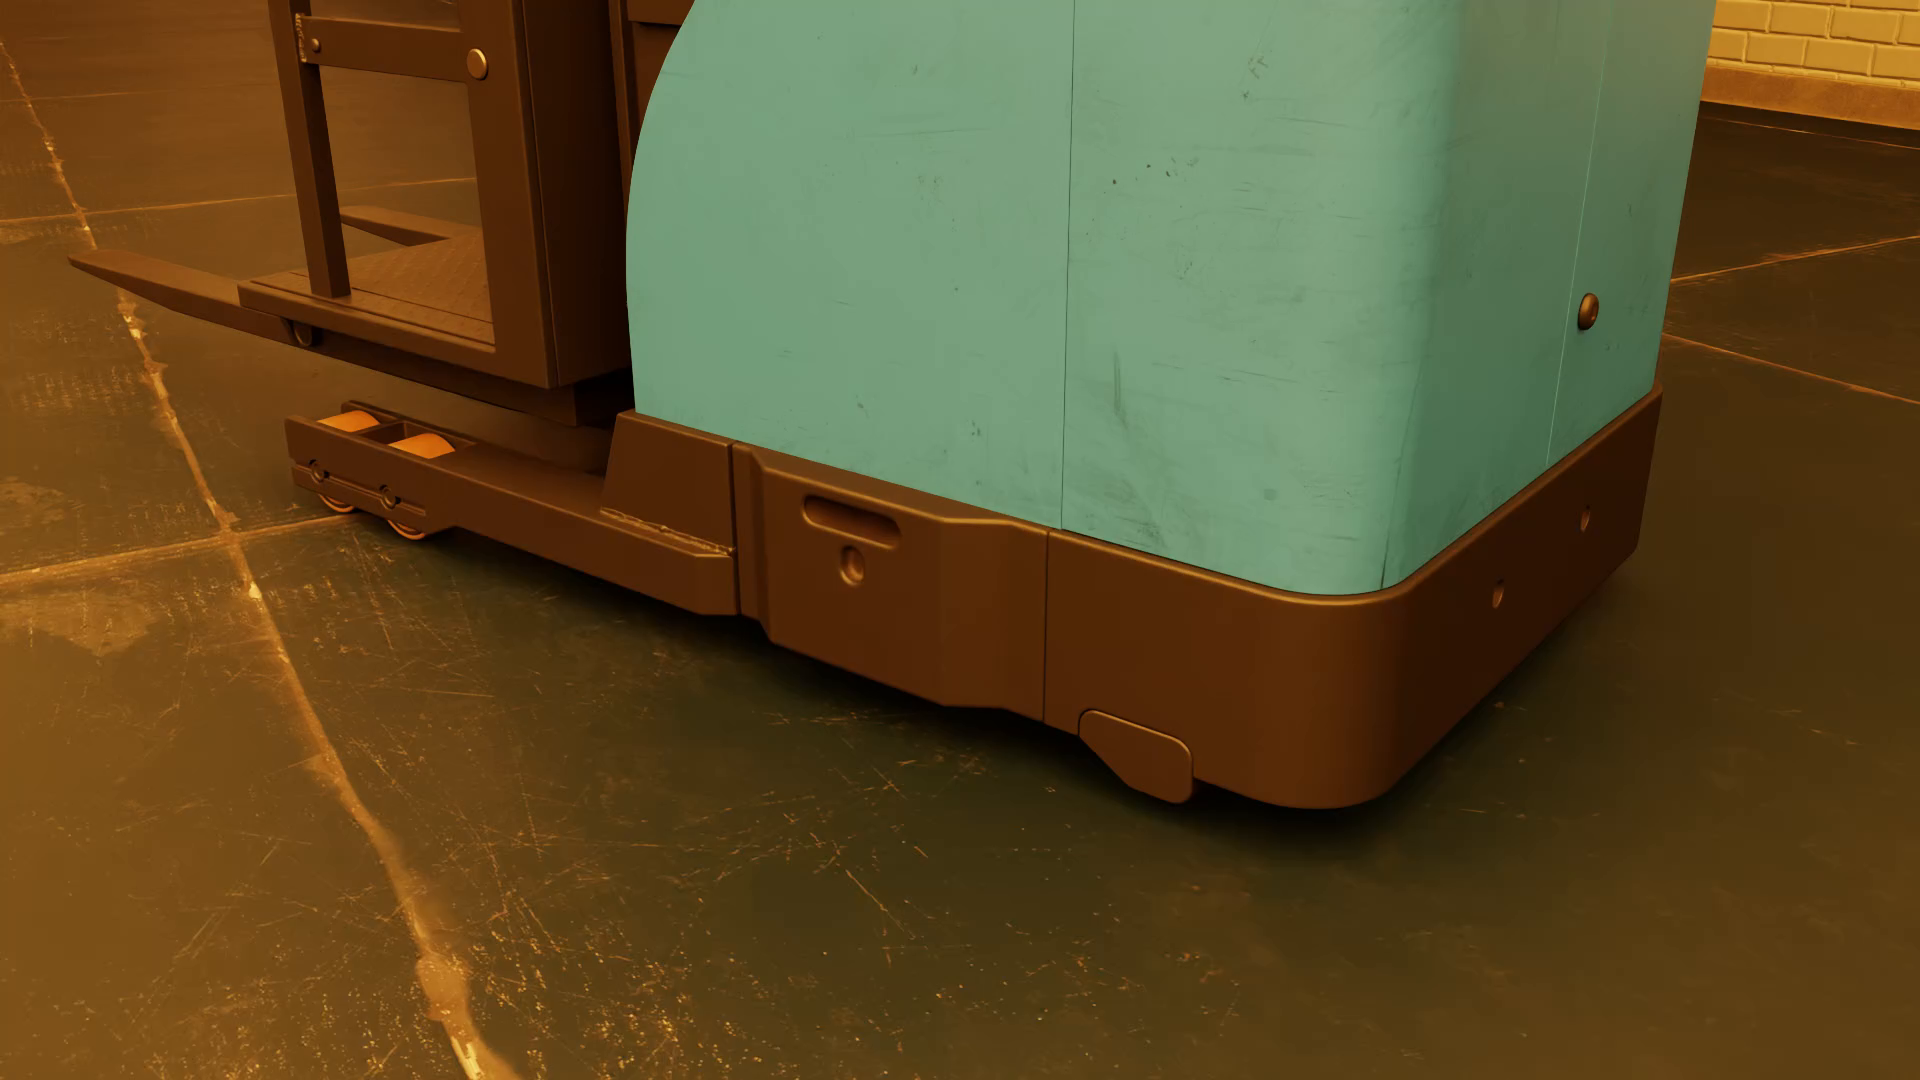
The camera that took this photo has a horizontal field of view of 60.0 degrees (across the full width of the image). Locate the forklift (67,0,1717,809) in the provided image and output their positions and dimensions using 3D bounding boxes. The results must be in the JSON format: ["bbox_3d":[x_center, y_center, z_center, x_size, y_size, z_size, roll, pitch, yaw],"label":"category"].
[{"bbox_3d":[-0.481,-1.497,2.422,3.031,2.935,1.130,16,27,34],"label":"forklift"}]
